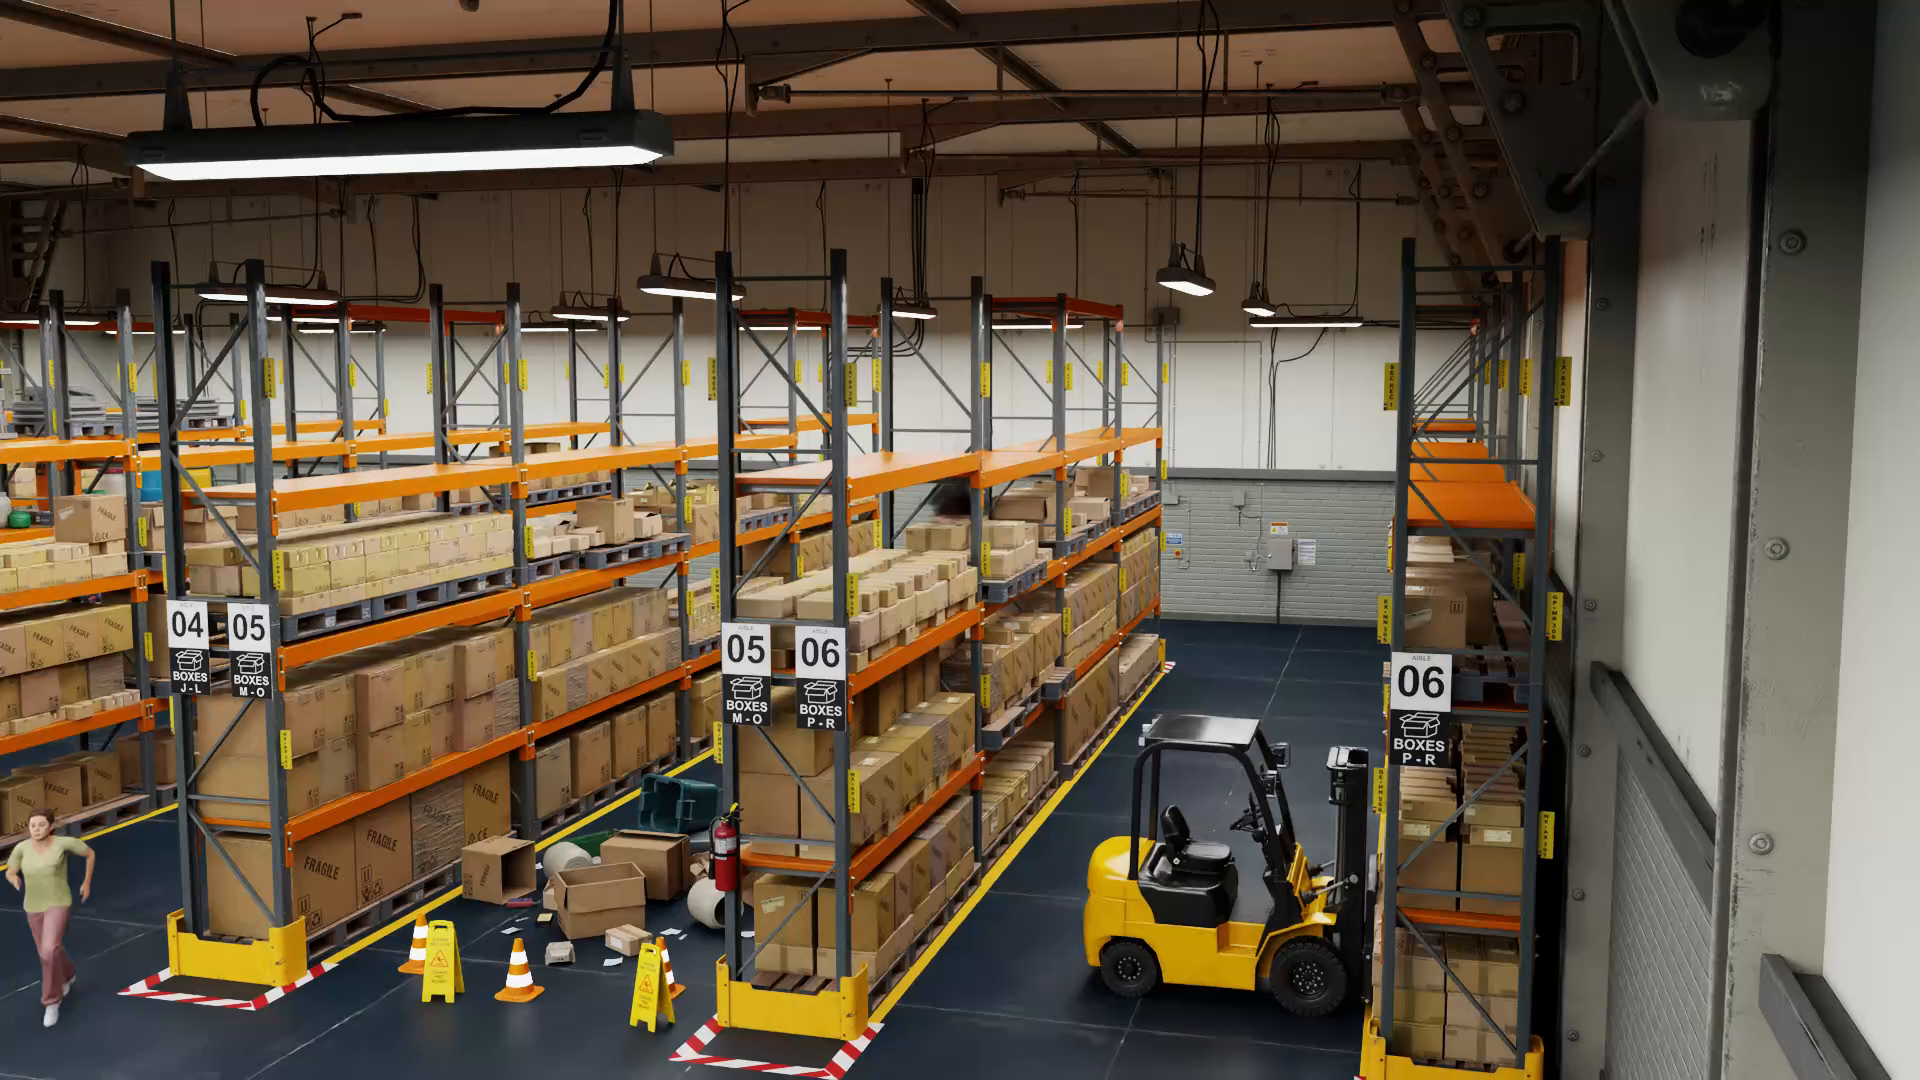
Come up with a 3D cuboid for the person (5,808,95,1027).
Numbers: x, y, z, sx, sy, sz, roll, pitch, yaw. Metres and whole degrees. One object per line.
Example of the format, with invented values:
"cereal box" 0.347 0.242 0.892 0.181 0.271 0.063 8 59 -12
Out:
"person" -7.265 2.946 13.295 0.600 1.687 0.776 -1 6 -6
